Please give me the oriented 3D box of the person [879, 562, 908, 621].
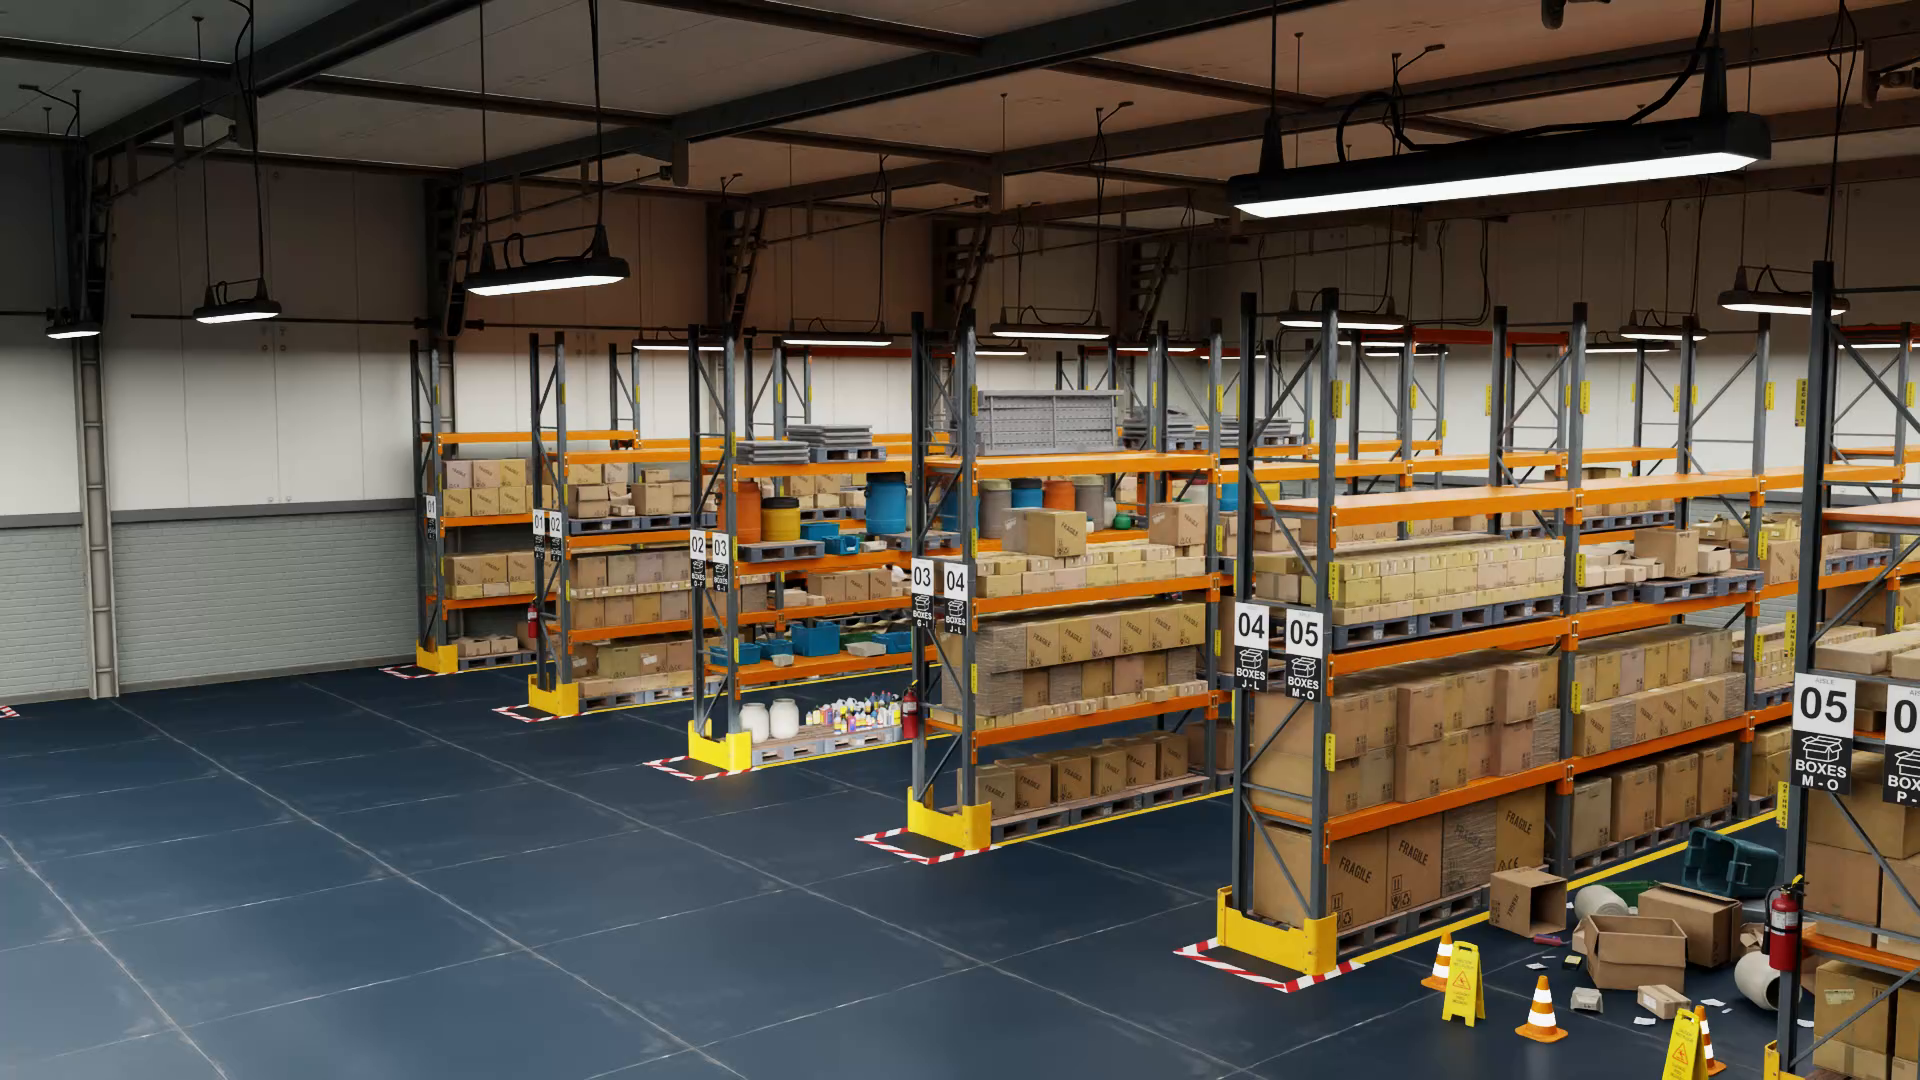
[{"bbox_3d":[-1.379,1.139,34.306,0.741,1.759,0.940,4,7,38],"label":"person"}]
